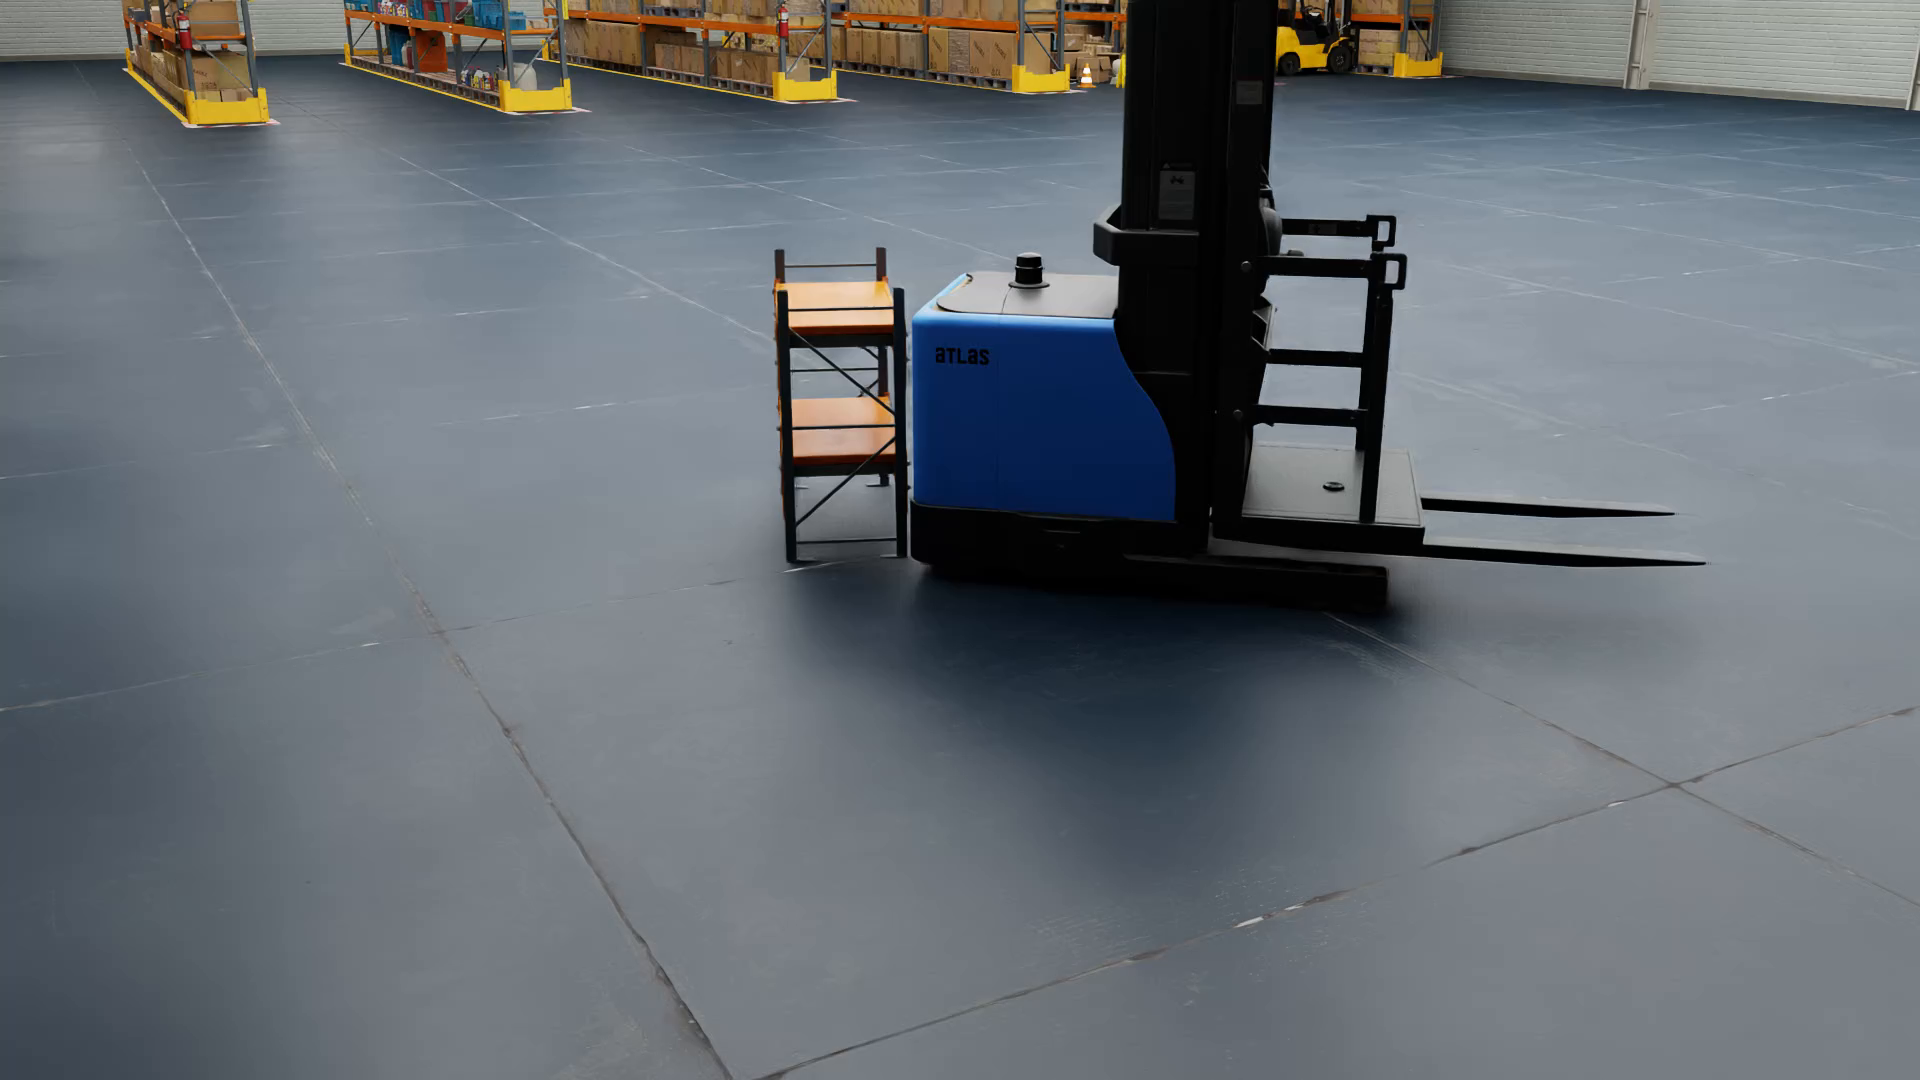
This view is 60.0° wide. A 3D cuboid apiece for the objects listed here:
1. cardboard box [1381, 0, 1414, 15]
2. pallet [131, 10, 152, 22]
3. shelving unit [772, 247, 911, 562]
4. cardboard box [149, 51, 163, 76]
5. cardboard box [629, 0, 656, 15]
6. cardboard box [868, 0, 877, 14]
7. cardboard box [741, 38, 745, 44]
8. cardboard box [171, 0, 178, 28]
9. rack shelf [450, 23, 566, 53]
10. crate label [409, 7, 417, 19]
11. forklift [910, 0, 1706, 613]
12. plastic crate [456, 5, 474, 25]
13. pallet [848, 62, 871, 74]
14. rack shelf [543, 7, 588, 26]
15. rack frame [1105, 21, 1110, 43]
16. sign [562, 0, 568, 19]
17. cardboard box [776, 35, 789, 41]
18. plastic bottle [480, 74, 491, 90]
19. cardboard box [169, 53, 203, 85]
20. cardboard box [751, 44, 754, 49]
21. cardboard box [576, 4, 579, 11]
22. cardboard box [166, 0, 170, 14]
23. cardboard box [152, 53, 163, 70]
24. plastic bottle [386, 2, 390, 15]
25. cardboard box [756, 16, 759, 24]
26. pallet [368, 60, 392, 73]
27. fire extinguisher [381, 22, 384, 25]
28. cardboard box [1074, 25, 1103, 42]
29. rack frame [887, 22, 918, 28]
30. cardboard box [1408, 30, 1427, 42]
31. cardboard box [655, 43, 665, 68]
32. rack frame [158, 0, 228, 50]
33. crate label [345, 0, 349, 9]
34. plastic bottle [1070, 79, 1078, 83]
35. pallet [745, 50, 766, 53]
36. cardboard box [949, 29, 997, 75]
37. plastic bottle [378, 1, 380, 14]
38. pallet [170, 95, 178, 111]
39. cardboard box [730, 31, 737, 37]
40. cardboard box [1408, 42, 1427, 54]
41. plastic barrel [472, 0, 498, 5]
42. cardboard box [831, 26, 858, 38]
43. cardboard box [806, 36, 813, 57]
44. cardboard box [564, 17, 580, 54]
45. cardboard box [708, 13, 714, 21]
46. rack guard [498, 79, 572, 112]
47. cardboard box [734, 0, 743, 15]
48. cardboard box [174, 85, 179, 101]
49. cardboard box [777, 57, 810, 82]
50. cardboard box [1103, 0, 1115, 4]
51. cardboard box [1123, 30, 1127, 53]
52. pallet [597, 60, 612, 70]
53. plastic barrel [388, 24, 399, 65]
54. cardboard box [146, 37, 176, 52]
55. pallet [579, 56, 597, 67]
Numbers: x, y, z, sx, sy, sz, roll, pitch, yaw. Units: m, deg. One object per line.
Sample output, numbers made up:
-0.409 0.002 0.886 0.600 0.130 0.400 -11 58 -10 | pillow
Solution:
9.795 -12.007 37.176 0.500 0.500 0.500 -11 22 -28 | cardboard box
-15.730 -10.410 32.996 1.213 0.211 1.003 -10 21 -27 | pallet
-0.527 -0.620 7.203 0.538 1.125 1.048 -2 19 -6 | shelving unit
-15.997 -9.576 33.441 0.500 0.500 0.500 -9 21 -25 | cardboard box
-7.079 -12.001 37.159 0.500 0.500 0.500 -9 21 -25 | cardboard box
-1.755 -12.176 37.666 0.500 0.500 0.500 -10 21 -27 | cardboard box
-5.689 -13.453 44.792 0.380 0.149 0.250 -9 21 -25 | cardboard box
-12.975 -8.939 28.286 0.700 0.500 0.500 -10 22 -27 | cardboard box
-8.136 -9.021 29.779 1.077 0.370 4.000 -10 21 -27 | rack shelf
-11.115 -10.825 34.161 0.303 0.233 0.416 -10 21 -27 | crate label
1.370 -1.297 6.395 3.031 2.935 1.130 4 19 11 | forklift
-8.949 -9.736 30.843 0.767 0.338 0.504 -10 21 -27 | plastic crate
-1.905 -11.034 38.784 1.003 0.211 1.213 -10 21 -27 | pallet
-9.476 -13.233 41.985 1.077 0.370 4.000 -10 21 -27 | rack shelf
4.562 -15.304 46.884 1.000 3.000 0.127 -10 21 -27 | rack frame
-6.700 -9.002 28.196 0.100 0.325 0.005 -10 21 -27 | sign
-4.511 -12.932 42.825 0.380 0.149 0.250 -9 21 -25 | cardboard box
-8.540 -8.243 29.923 0.152 0.276 0.135 -10 21 -26 | plastic bottle
-12.788 -7.810 27.589 0.500 0.500 0.500 -10 21 -27 | cardboard box
-5.453 -13.171 44.429 0.380 0.149 0.250 -11 22 -29 | cardboard box
-9.203 -13.065 40.779 0.380 0.149 0.250 -10 22 -28 | cardboard box
-14.285 -9.734 30.590 0.500 0.500 0.500 -10 21 -27 | cardboard box
-15.099 -9.136 31.720 0.500 0.311 0.500 -11 22 -28 | cardboard box
-12.561 -11.715 36.674 0.152 0.276 0.135 -10 21 -27 | plastic bottle
-3.614 -9.773 31.241 0.380 0.149 0.250 -10 21 -27 | cardboard box
-13.268 -11.119 39.030 1.003 0.211 1.213 -10 21 -27 | pallet
-14.456 -13.281 41.711 0.296 0.674 0.183 -10 21 -27 | fire extinguisher
3.734 -14.729 48.407 0.700 0.500 0.500 -11 22 -29 | cardboard box
-1.704 -15.682 47.980 1.000 3.000 0.127 -10 21 -27 | rack frame
10.199 -11.398 37.602 0.500 0.250 0.500 -10 22 -27 | cardboard box
-6.291 -10.688 36.664 0.700 0.500 0.500 -11 22 -30 | cardboard box
-13.447 -9.169 29.105 1.000 3.000 0.127 -10 21 -27 | rack frame
-14.957 -13.207 40.973 0.416 0.233 0.303 -10 21 -27 | crate label
2.353 -9.719 35.204 0.283 0.061 0.133 16 25 39 | plastic bottle
-5.046 -12.958 44.360 1.003 0.211 1.213 -10 21 -27 | pallet
0.354 -10.186 34.666 0.875 0.875 0.875 -10 21 -26 | cardboard box
-13.086 -12.005 37.503 0.061 0.283 0.133 -10 21 -27 | plastic bottle
-13.106 -7.616 28.879 1.003 0.211 1.213 -10 21 -27 | pallet
-6.063 -13.816 45.385 0.380 0.149 0.250 -11 22 -29 | cardboard box
10.220 -11.161 37.683 0.500 0.250 0.500 -10 21 -26 | cardboard box
-9.003 -10.330 31.701 0.600 0.901 0.708 -10 21 -27 | plastic barrel
-2.769 -12.117 39.687 0.500 0.250 0.500 -11 22 -28 | cardboard box
-3.482 -12.202 41.083 0.500 0.500 0.500 -10 21 -26 | cardboard box
-9.619 -12.909 42.556 0.875 0.875 0.875 -10 21 -27 | cardboard box
-4.783 -10.402 33.062 0.380 0.149 0.250 -10 21 -27 | cardboard box
-7.264 -7.620 28.447 1.175 0.500 0.348 -10 21 -27 | rack guard
-3.834 -10.325 31.845 0.875 0.500 0.500 -10 21 -27 | cardboard box
-12.785 -7.456 27.713 0.500 0.250 0.500 -10 21 -27 | cardboard box
-3.110 -8.753 31.087 0.500 0.500 0.500 -6 20 -17 | cardboard box
3.507 -12.422 38.274 0.380 0.149 0.250 -10 21 -26 | cardboard box
4.037 -11.279 37.643 0.500 0.500 0.500 -9 21 -24 | cardboard box
-8.093 -11.471 40.051 1.003 0.211 1.213 -10 21 -27 | pallet
-12.642 -11.280 37.794 0.600 0.901 0.708 -10 21 -27 | plastic barrel
-16.028 -9.946 33.364 0.500 0.250 0.500 -9 21 -25 | cardboard box
-8.818 -11.911 41.326 1.003 0.211 1.213 -10 21 -27 | pallet
